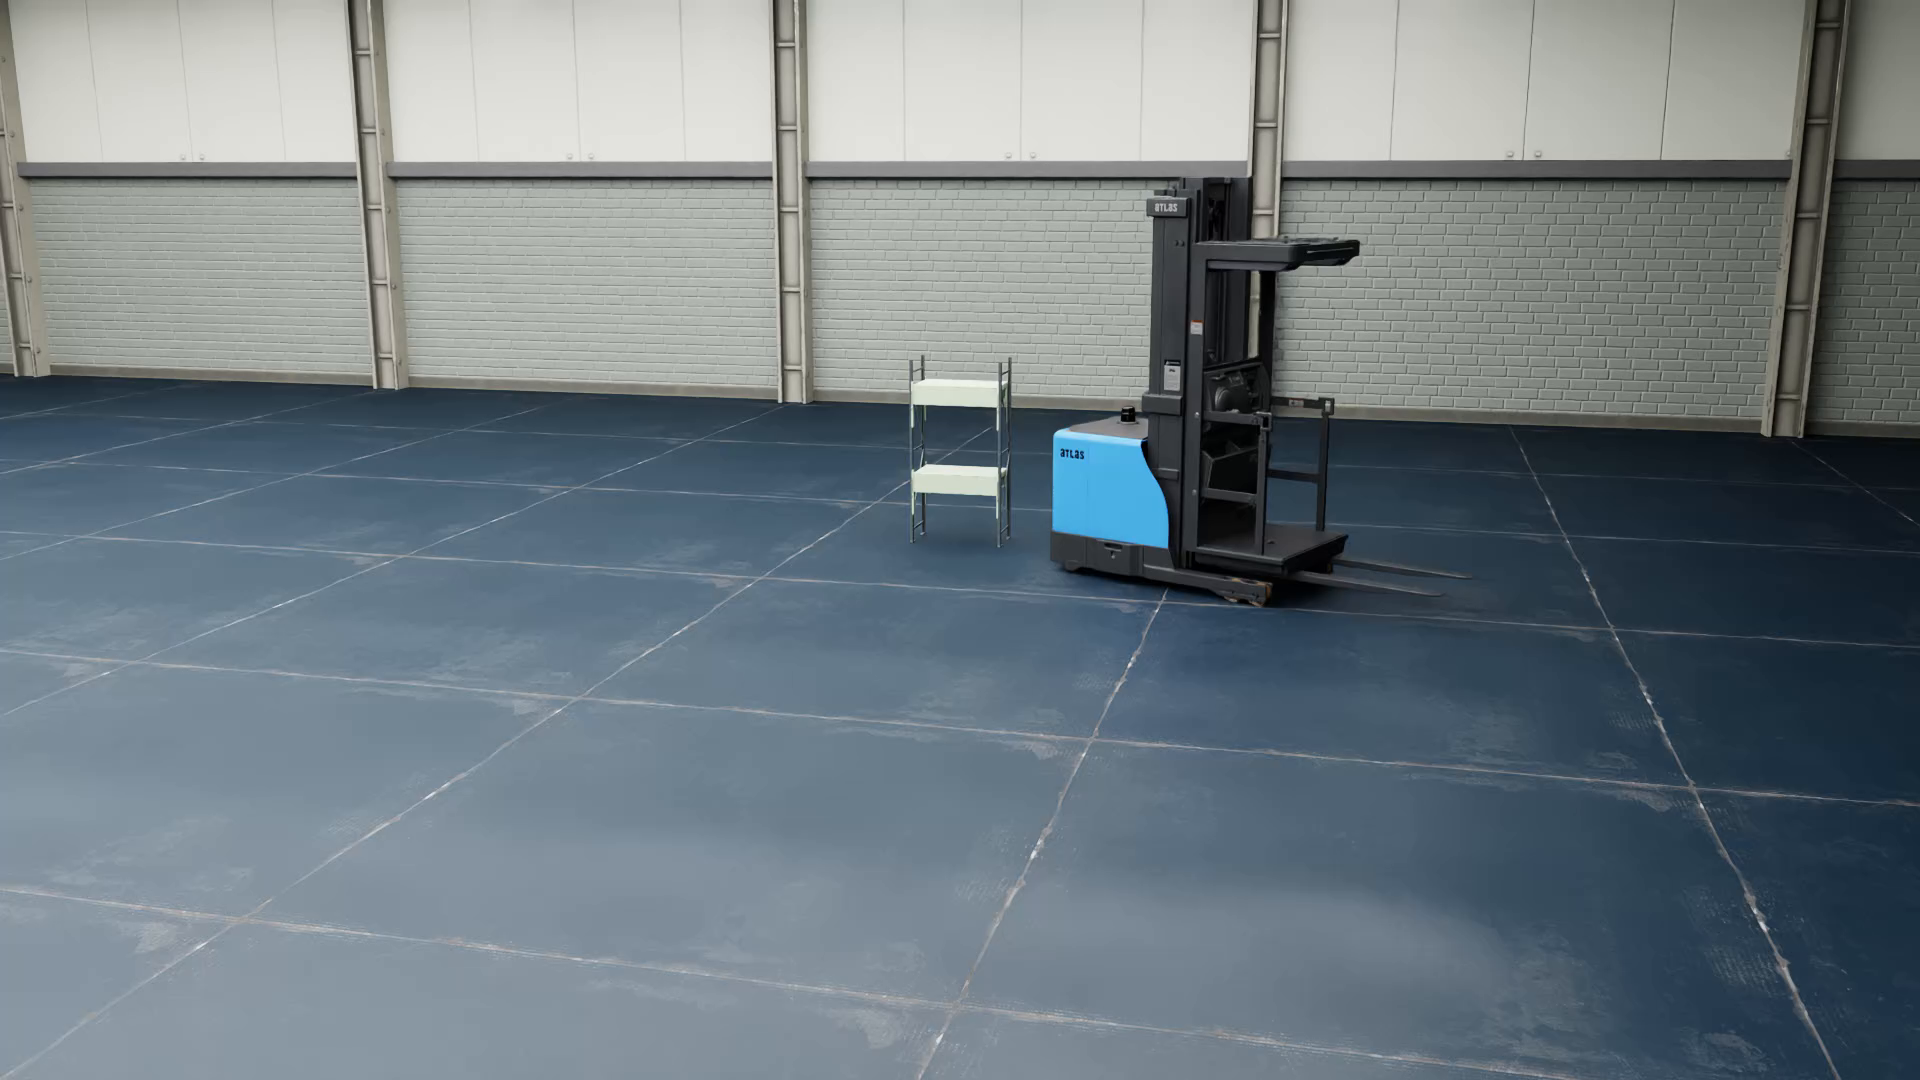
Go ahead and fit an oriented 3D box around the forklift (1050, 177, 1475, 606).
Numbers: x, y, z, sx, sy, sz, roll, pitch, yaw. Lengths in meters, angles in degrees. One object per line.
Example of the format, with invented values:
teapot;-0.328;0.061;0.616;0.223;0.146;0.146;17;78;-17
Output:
forklift;2.172;-1.097;11.910;3.031;2.935;1.130;9;16;36

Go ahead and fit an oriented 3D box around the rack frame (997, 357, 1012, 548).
rack frame;0.362;-0.713;13.484;0.023;1.500;0.400;3;13;14

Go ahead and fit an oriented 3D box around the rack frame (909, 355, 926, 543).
rack frame;-0.349;-0.751;13.655;0.023;1.500;0.400;3;13;14

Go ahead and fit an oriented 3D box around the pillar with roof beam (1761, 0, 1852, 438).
pillar with roof beam;8.450;-4.698;14.133;0.400;9.000;9.100;3;13;14

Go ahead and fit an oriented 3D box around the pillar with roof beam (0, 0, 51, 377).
pillar with roof beam;-14.851;-5.944;19.747;0.400;9.000;9.100;3;13;14

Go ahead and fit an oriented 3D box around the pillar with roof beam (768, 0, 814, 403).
pillar with roof beam;-3.200;-5.321;16.940;0.400;9.000;9.100;3;13;14

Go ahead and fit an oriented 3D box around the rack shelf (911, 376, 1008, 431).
rack shelf;0.006;-1.113;13.485;0.720;0.370;0.431;3;13;14

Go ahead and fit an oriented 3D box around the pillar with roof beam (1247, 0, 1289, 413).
pillar with roof beam;2.625;-5.009;15.537;0.400;9.000;9.100;3;13;14

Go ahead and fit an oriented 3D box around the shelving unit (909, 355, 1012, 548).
shelving unit;0.006;-0.732;13.570;0.755;1.500;0.431;3;13;14

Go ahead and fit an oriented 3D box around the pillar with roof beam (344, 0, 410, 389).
pillar with roof beam;-9.026;-5.632;18.344;0.400;9.000;9.100;3;13;14

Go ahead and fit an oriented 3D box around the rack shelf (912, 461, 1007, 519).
rack shelf;0.006;-0.414;13.640;0.720;0.370;0.431;3;13;14
